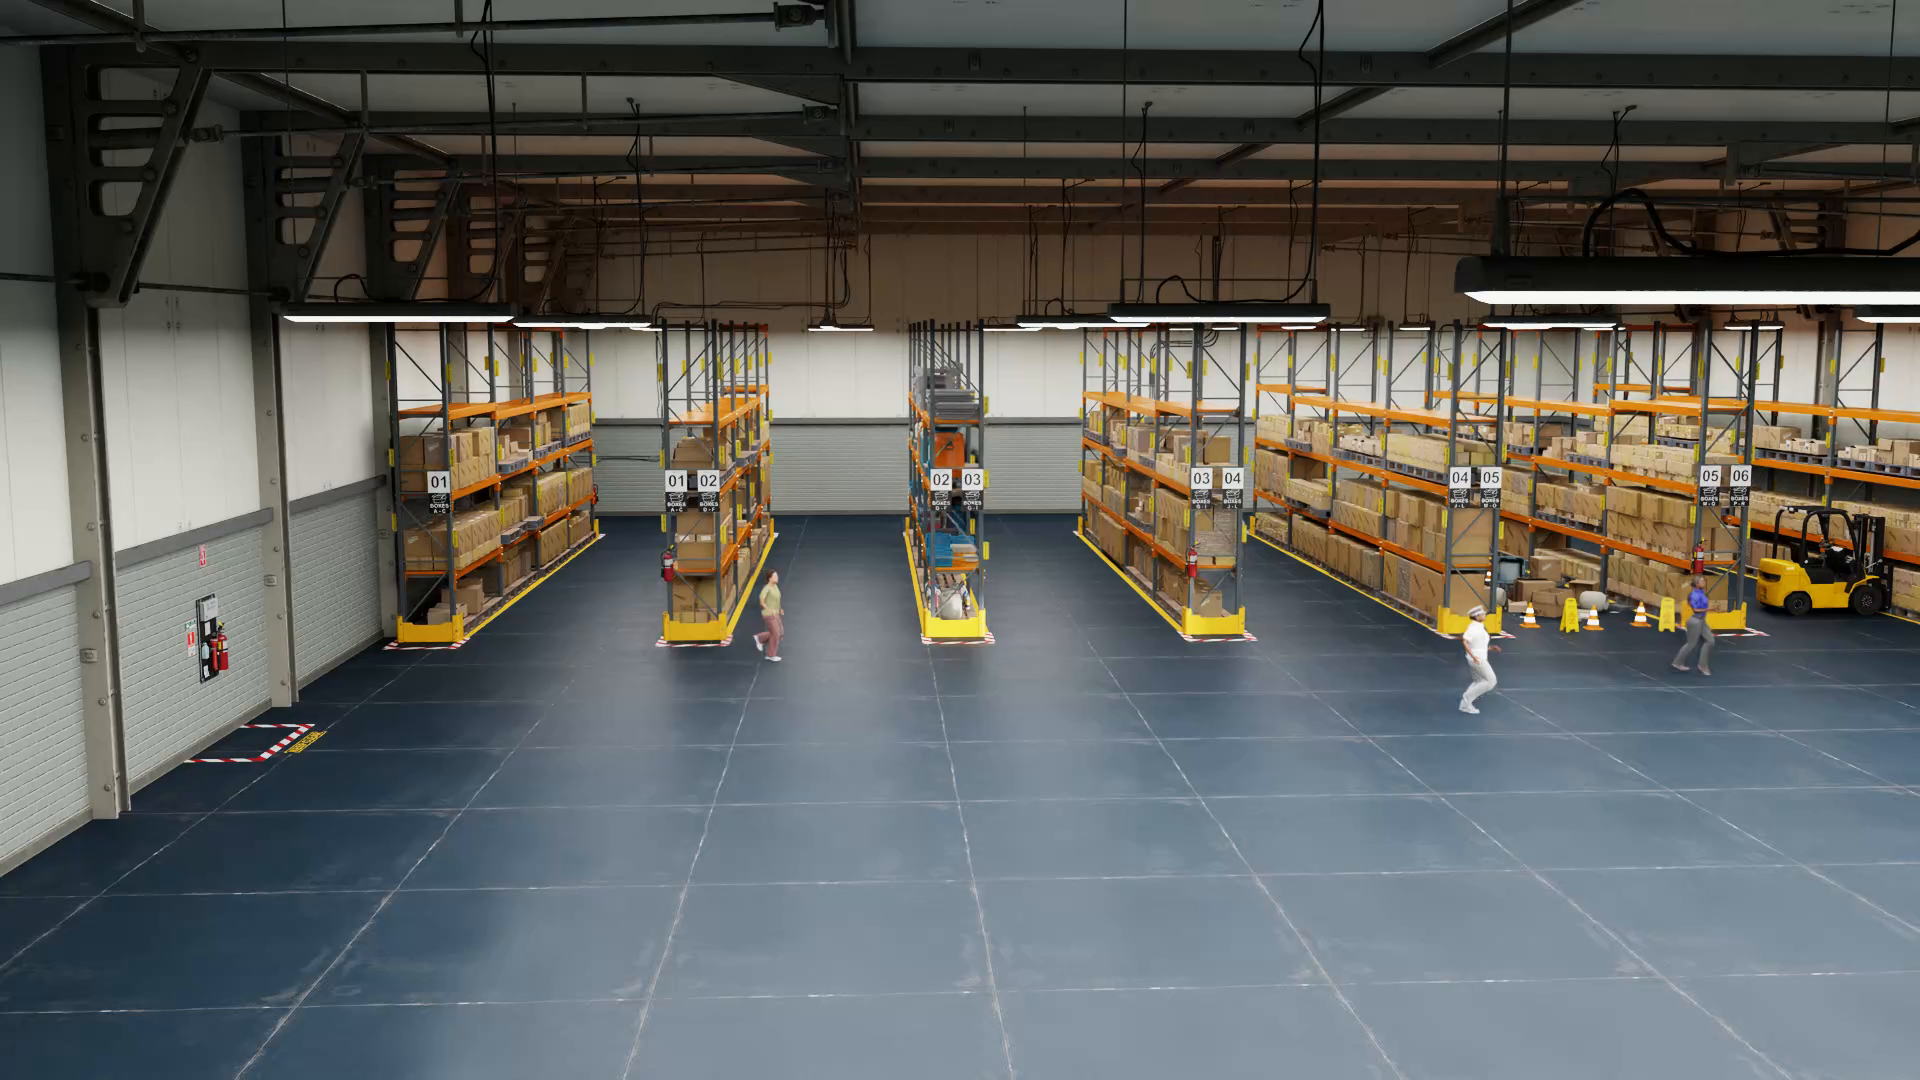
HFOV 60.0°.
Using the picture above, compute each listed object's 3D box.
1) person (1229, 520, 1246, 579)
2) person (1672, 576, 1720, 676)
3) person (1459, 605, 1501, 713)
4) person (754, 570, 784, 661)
[{"bbox_3d":[6.410,0.051,38.959,0.712,1.725,0.573,-1,7,-9],"label":"person"},{"bbox_3d":[12.425,1.458,28.031,0.714,1.701,0.540,6,9,40],"label":"person"},{"bbox_3d":[7.868,1.800,25.107,0.569,1.659,0.560,2,7,18],"label":"person"},{"bbox_3d":[-3.397,1.318,29.299,0.587,1.617,0.565,2,7,19],"label":"person"}]
